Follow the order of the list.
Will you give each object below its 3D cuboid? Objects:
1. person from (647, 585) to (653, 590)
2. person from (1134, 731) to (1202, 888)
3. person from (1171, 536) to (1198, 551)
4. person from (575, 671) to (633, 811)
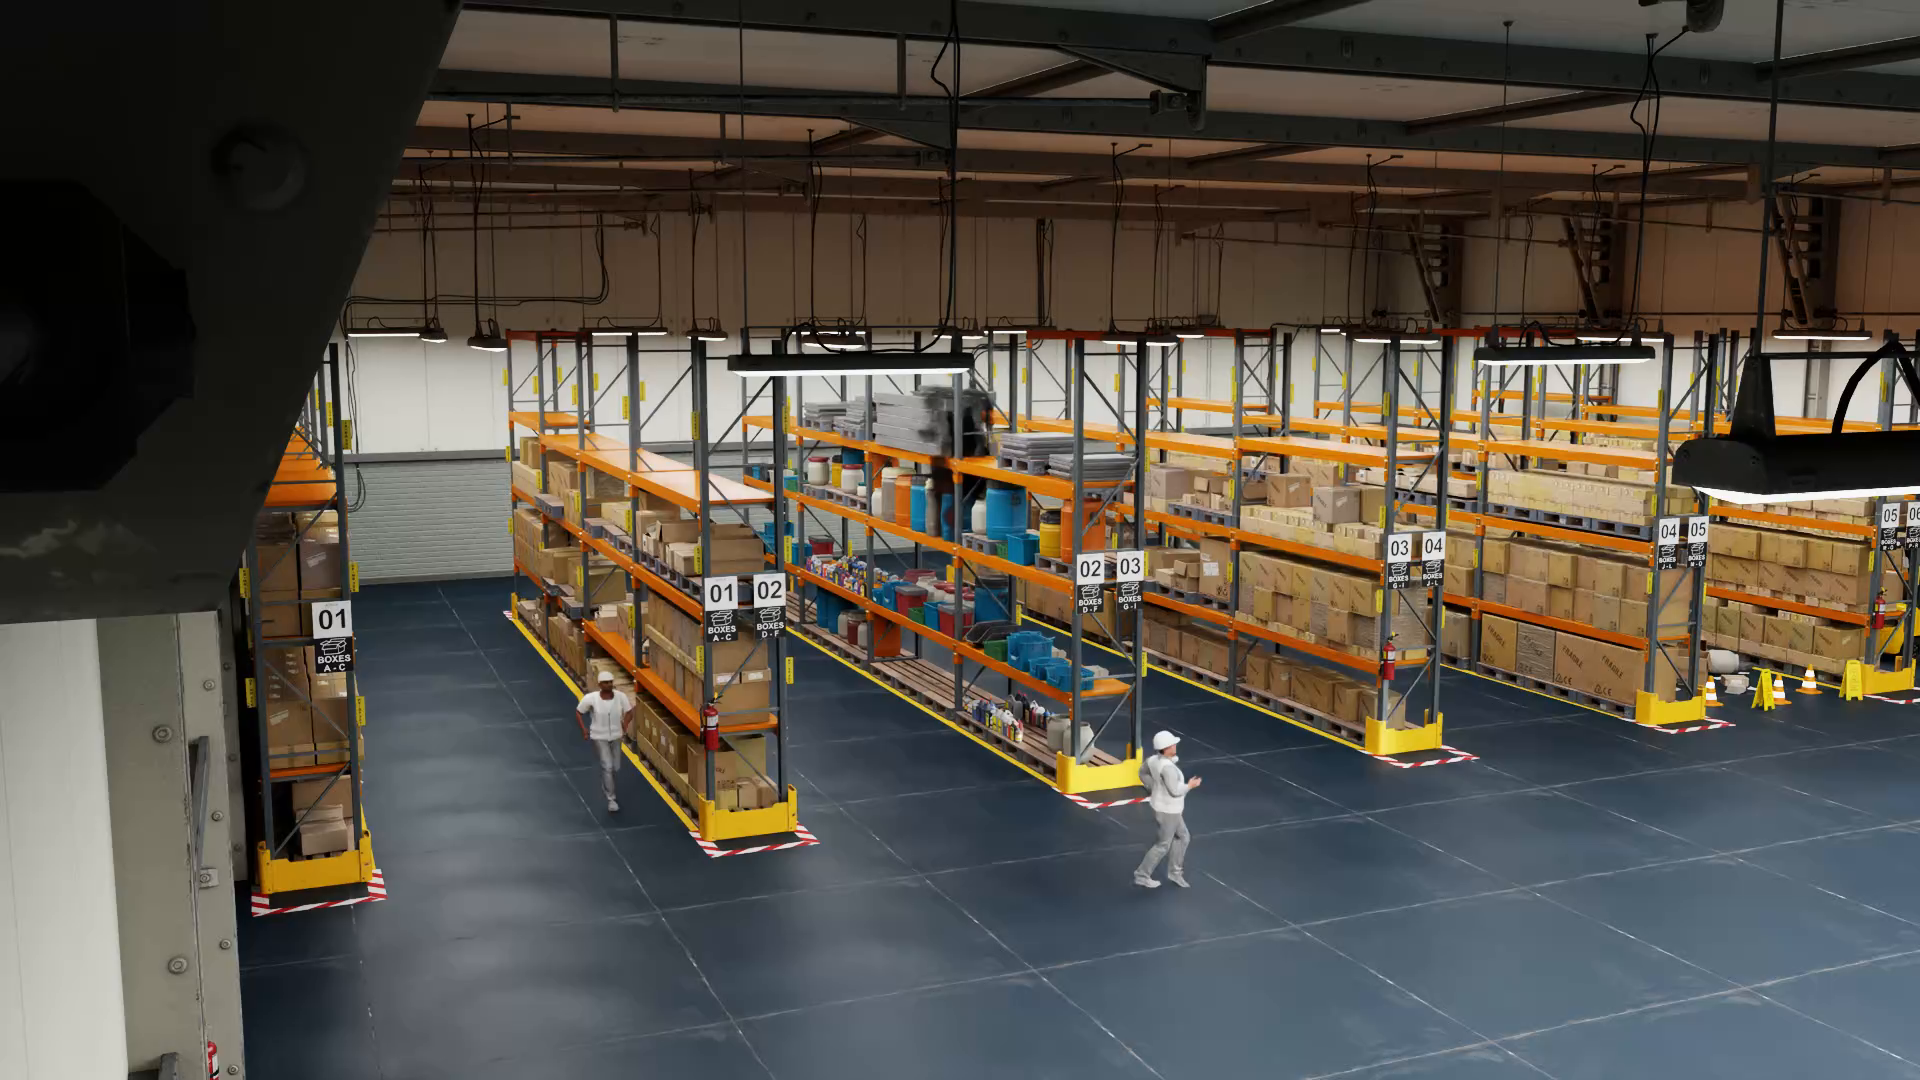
[{"bbox_3d":[-6.190,0.881,33.870,0.635,1.721,0.957,-6,10,-35],"label":"person"},{"bbox_3d":[2.269,2.985,18.240,0.734,1.825,0.639,-1,8,-4],"label":"person"},{"bbox_3d":[5.626,-0.266,42.129,0.829,1.795,0.652,-3,8,-18],"label":"person"},{"bbox_3d":[-4.559,2.544,21.446,0.723,1.755,0.861,-4,9,-30],"label":"person"}]
